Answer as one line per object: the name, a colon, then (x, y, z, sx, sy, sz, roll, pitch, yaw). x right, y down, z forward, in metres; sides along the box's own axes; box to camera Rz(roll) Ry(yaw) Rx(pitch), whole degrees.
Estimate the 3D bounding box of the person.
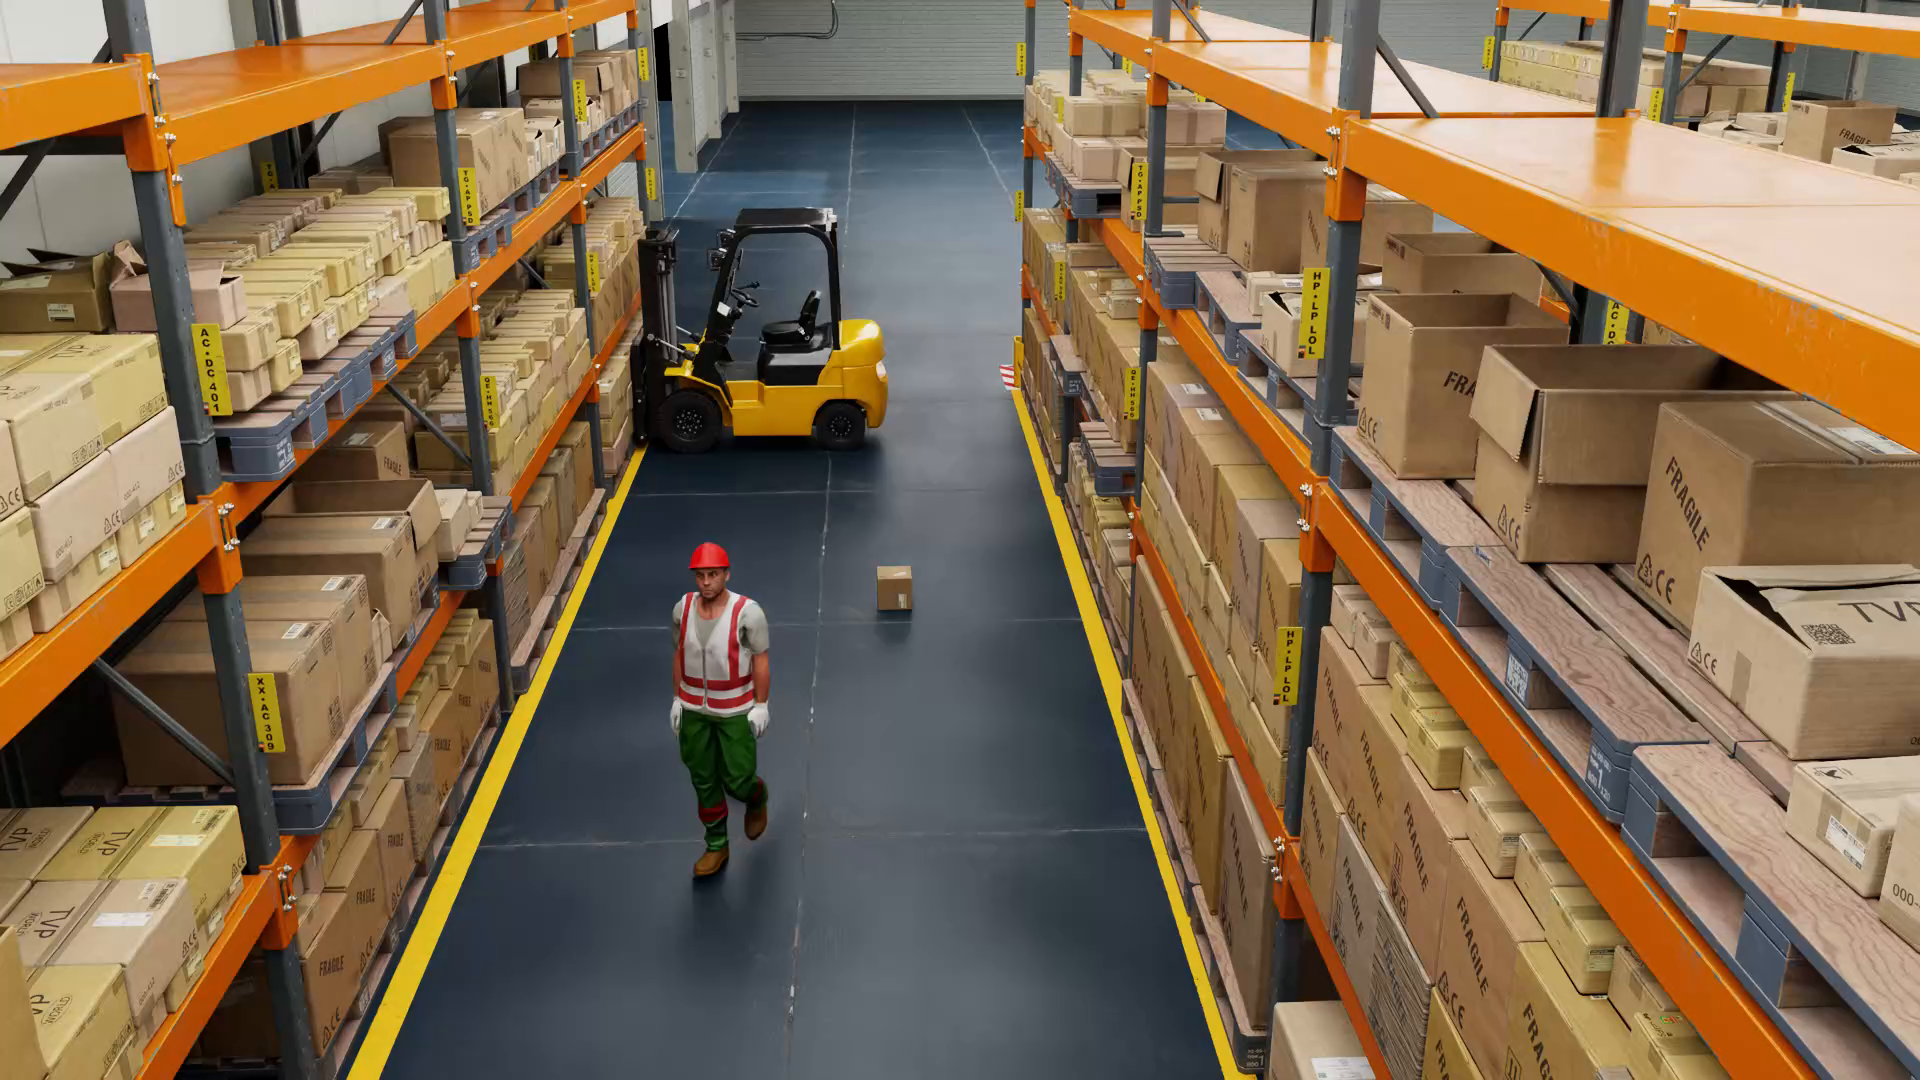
person: (-1.243, 0.856, 8.647, 0.541, 1.781, 0.580, 5, 21, 14)
